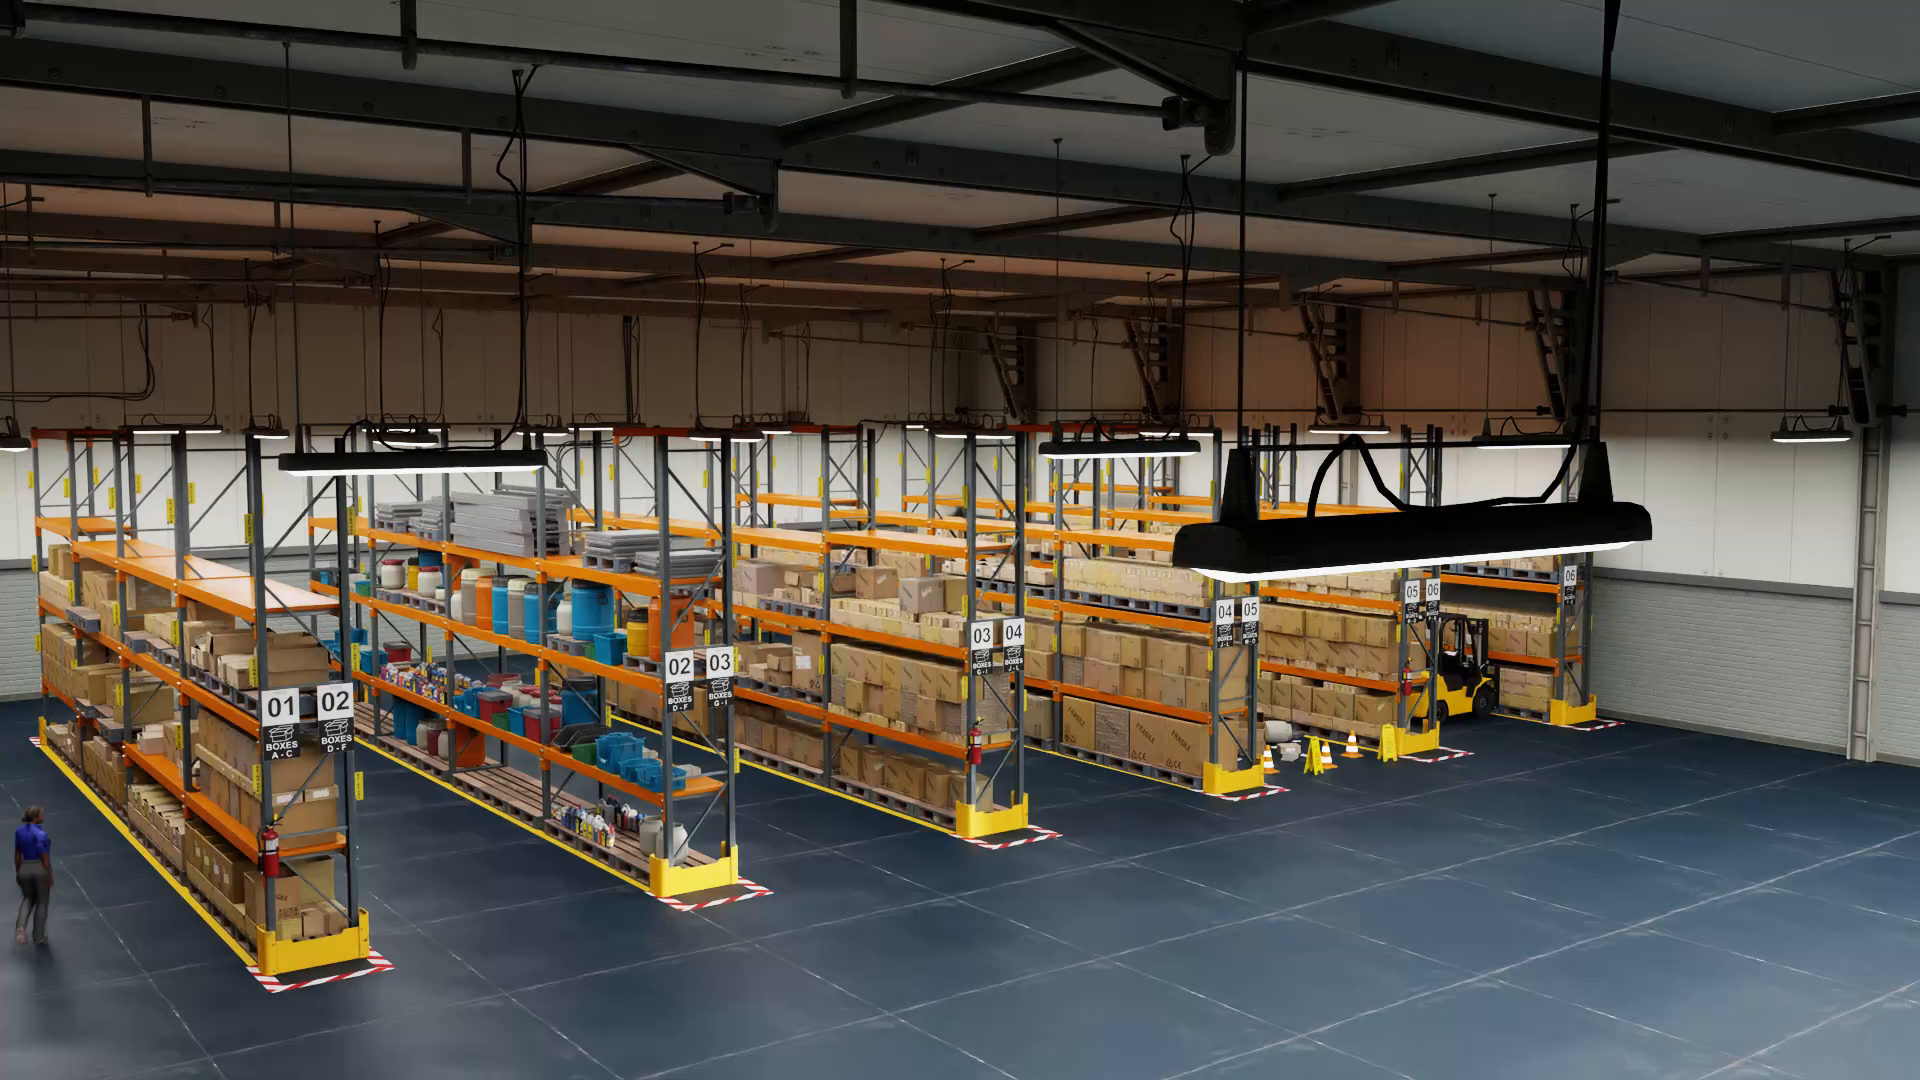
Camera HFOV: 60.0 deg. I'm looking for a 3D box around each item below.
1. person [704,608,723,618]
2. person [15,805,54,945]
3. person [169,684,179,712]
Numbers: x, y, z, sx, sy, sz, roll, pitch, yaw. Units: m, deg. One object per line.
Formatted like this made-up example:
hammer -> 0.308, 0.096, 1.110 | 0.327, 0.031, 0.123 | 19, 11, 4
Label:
person -> -6.088, 2.180, 41.508 | 0.598, 1.793, 0.399 | -3, 6, -36
person -> -10.951, 3.948, 19.640 | 0.450, 1.652, 0.451 | 0, 4, -3
person -> -15.960, 2.878, 33.459 | 0.484, 1.632, 0.665 | -4, 6, -38
